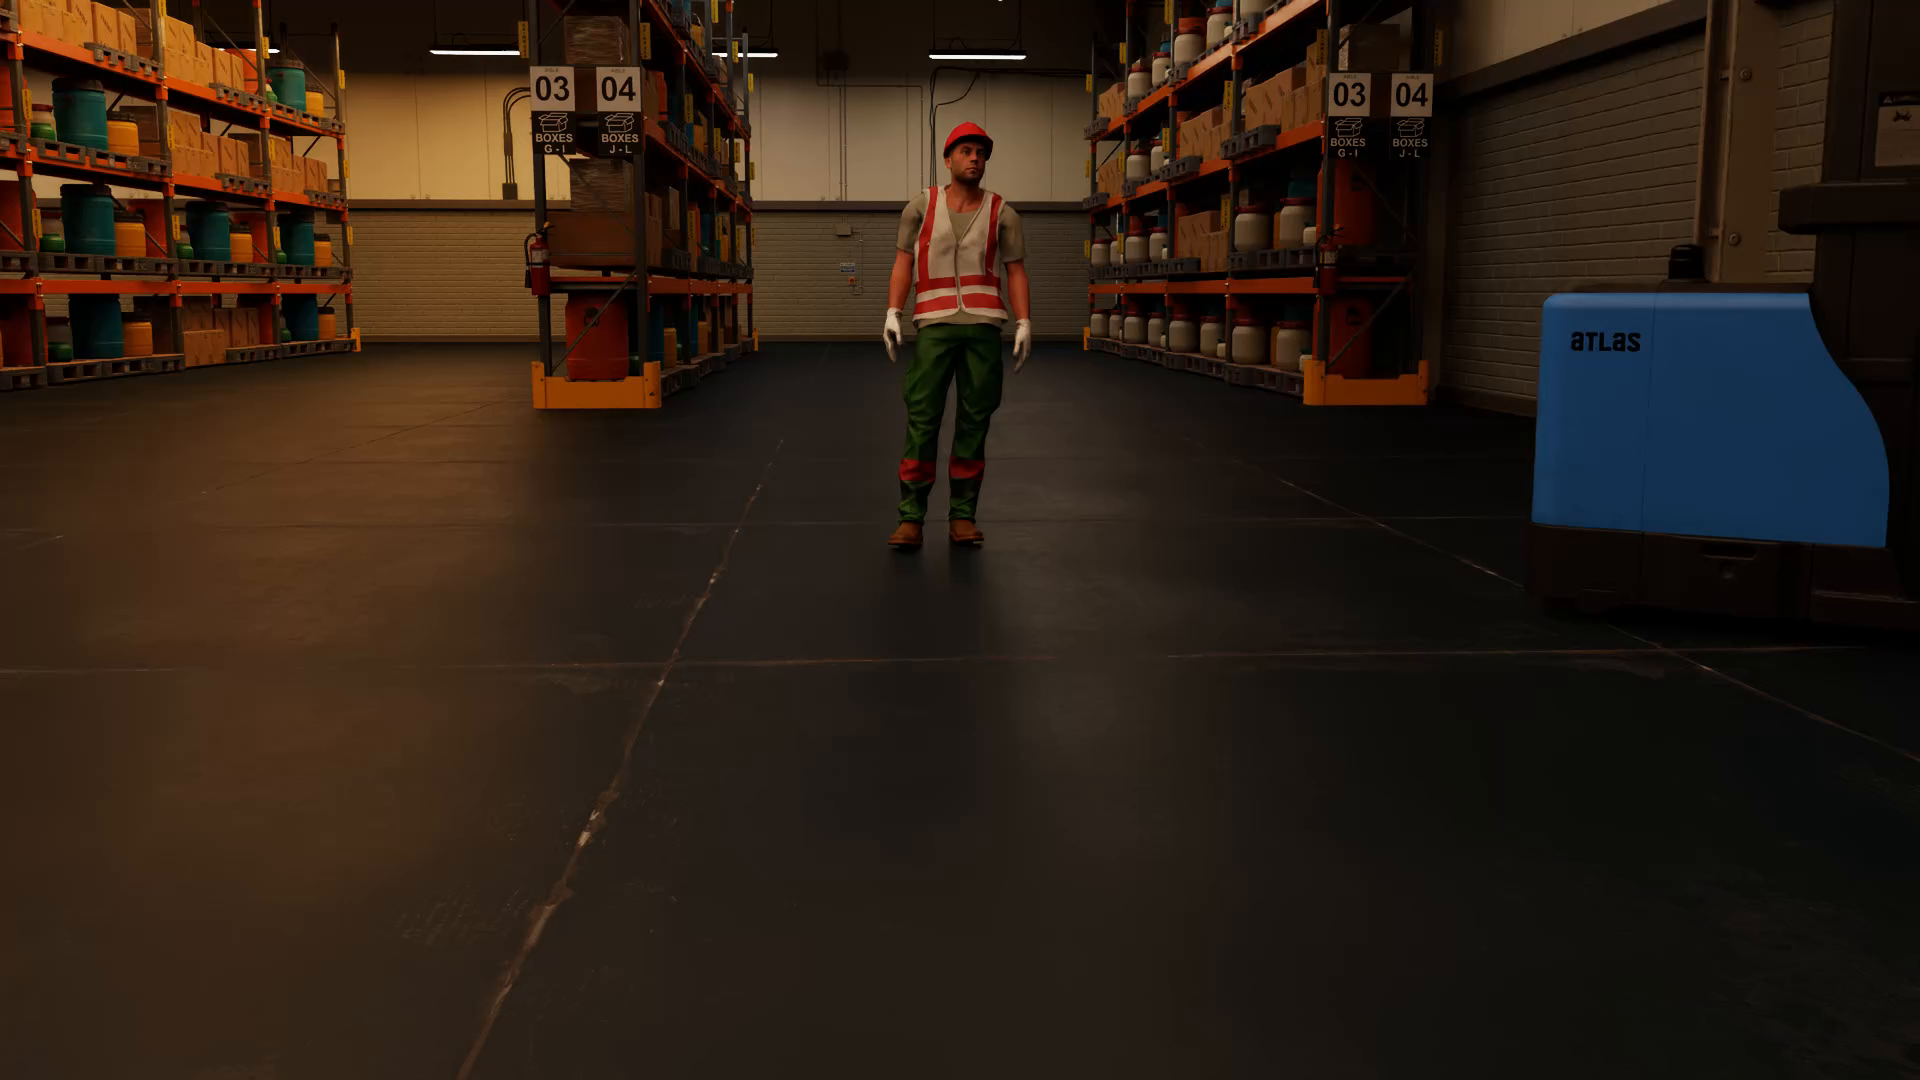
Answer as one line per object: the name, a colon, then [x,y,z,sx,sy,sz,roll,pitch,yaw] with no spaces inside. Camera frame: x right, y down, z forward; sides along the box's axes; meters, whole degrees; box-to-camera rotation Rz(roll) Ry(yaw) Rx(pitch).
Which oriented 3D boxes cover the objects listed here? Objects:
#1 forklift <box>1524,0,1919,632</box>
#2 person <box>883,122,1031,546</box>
forklift: [3.444,-1.150,5.073,3.031,2.935,1.130,5,10,29]
person: [-0.007,-0.881,7.097,0.637,1.790,0.562,-1,8,-4]
